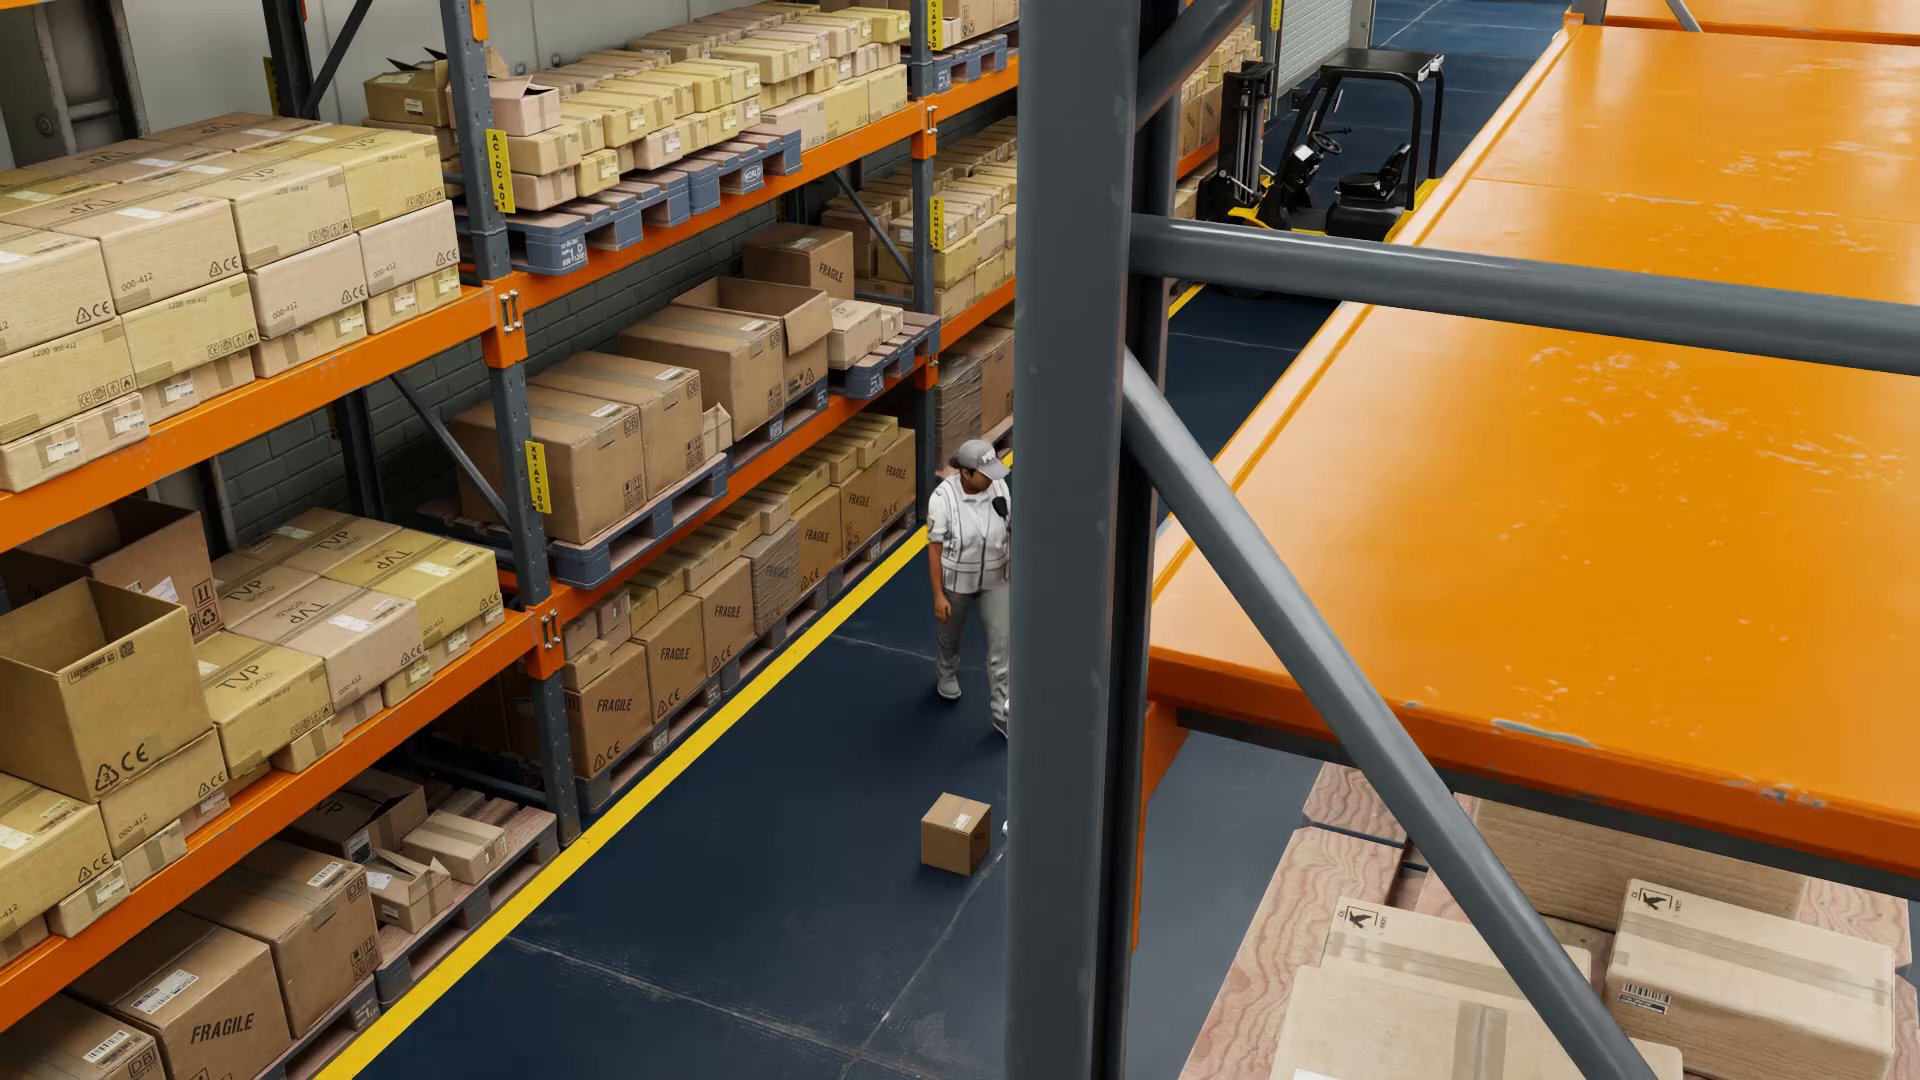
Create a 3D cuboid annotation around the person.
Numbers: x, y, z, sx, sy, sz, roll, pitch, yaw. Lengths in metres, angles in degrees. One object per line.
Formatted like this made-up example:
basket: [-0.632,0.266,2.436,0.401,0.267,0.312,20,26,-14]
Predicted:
person: [0.064,0.214,8.662,0.490,1.629,0.854,-7,27,-13]
